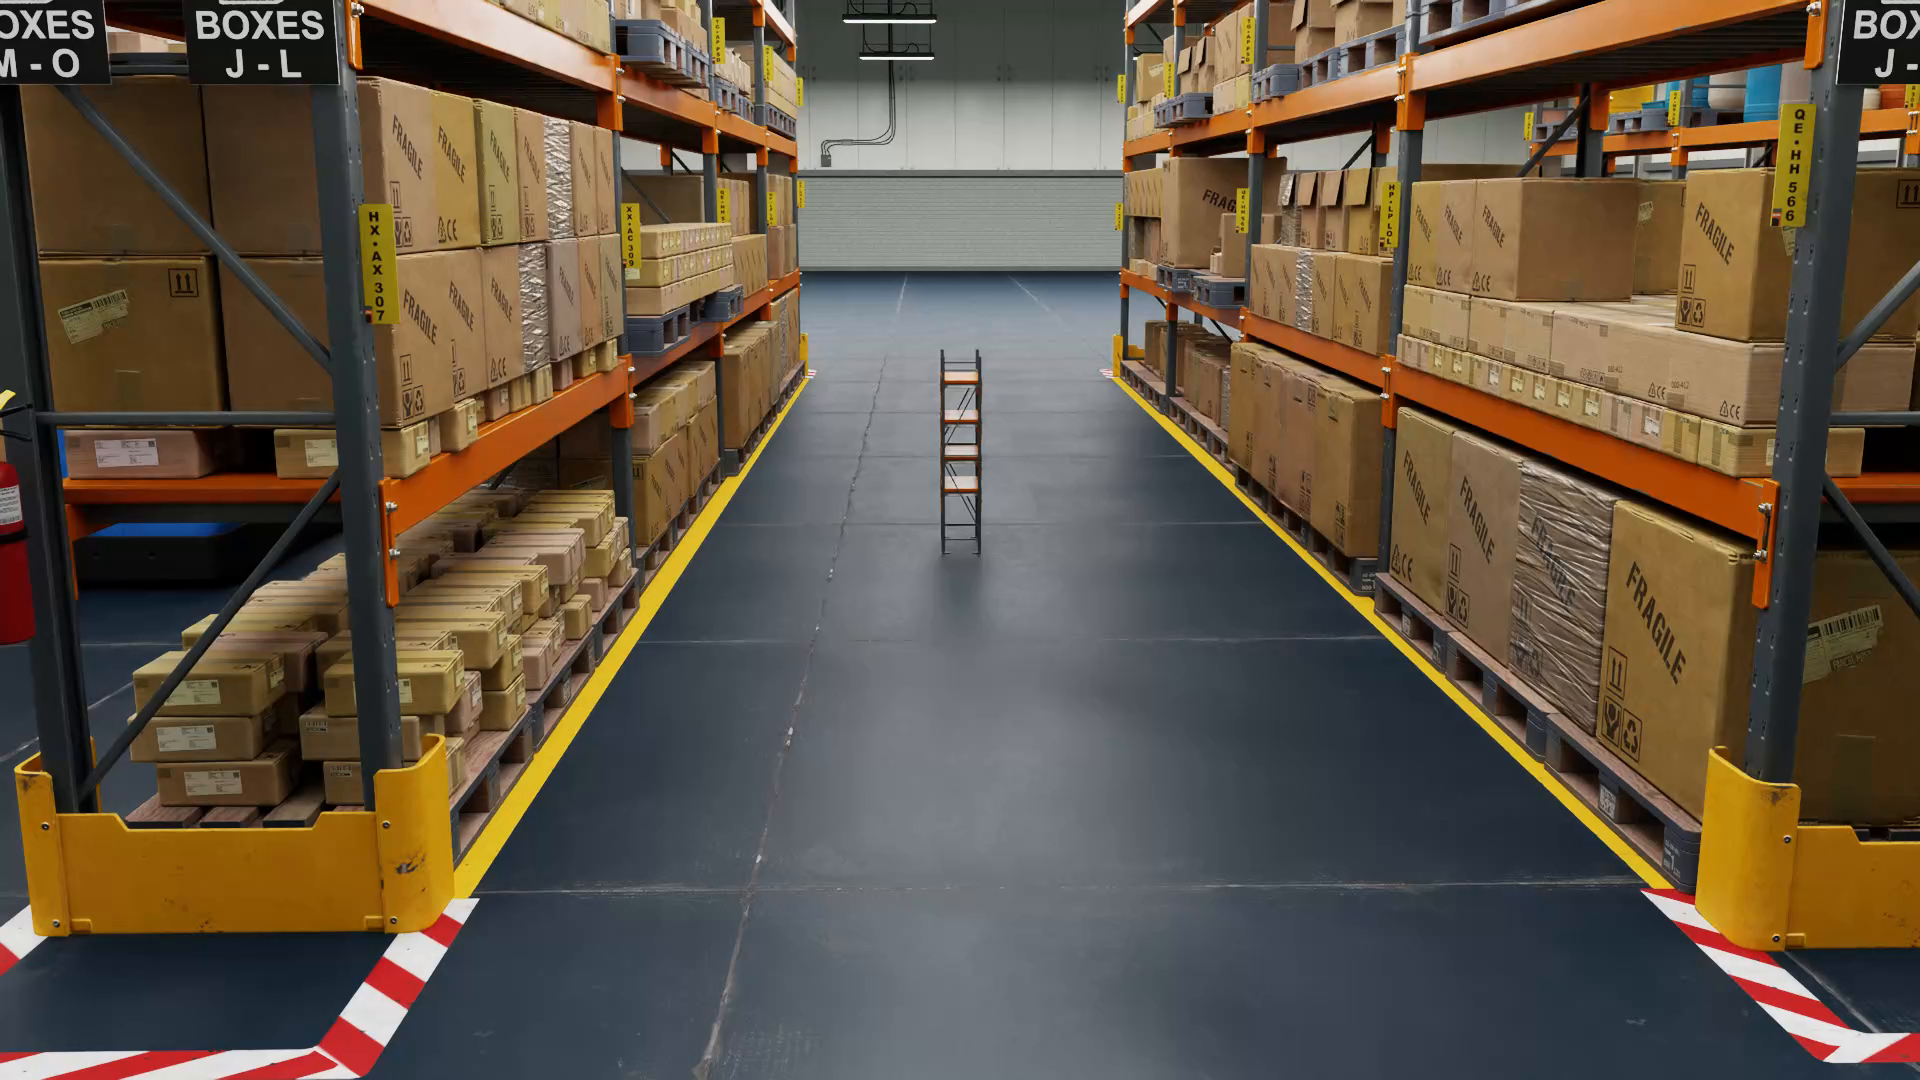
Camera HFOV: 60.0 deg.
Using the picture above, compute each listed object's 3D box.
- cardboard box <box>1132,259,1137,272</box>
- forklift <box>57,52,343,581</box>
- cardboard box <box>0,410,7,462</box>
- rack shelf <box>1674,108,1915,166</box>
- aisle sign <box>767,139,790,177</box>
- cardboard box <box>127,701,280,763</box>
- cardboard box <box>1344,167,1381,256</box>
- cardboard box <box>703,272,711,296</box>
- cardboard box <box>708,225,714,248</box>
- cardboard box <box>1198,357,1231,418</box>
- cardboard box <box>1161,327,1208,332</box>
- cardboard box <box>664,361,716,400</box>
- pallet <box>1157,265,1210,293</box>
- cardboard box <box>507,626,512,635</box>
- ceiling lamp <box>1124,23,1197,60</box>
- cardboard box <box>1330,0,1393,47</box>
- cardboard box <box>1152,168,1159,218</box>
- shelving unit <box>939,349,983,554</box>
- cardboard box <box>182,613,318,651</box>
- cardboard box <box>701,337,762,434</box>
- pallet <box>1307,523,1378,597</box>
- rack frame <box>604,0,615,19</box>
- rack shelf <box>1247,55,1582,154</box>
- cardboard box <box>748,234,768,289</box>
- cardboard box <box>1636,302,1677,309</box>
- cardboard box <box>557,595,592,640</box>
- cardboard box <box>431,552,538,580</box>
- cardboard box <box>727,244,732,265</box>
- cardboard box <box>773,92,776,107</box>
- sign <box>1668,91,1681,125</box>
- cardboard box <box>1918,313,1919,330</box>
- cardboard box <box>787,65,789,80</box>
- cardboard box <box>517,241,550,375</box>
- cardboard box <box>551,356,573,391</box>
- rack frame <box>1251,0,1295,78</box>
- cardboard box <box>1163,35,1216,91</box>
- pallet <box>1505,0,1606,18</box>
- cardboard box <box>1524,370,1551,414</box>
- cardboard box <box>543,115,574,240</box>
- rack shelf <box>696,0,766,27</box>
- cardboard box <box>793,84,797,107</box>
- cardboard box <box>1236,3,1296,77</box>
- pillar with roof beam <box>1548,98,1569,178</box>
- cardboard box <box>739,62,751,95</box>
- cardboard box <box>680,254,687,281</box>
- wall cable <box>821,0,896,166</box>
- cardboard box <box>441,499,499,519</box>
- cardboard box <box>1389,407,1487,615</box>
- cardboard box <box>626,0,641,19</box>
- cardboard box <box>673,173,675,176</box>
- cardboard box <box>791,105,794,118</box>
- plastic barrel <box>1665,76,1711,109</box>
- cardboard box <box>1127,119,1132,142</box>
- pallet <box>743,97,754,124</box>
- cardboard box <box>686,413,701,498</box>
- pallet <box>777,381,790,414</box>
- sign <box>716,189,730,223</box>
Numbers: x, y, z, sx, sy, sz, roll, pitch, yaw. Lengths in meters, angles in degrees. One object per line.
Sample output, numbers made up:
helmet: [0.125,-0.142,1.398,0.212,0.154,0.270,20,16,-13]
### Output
cardboard box: [2.227,-3.234,19.589,0.380,0.149,0.250,0,11,-1]
forklift: [-4.589,-1.449,10.327,1.130,2.935,3.031,0,11,-1]
cardboard box: [-7.328,-0.910,11.790,0.875,0.875,0.875,0,11,-2]
rack shelf: [7.559,-3.460,14.333,1.077,0.370,4.000,0,11,-1]
aisle sign: [-2.179,-4.804,20.154,0.394,0.787,0.004,0,11,-1]
cardboard box: [-2.443,0.608,5.383,0.380,0.149,0.250,-1,11,-3]
cardboard box: [2.707,-1.933,9.769,0.797,0.503,0.637,0,11,-1]
cardboard box: [-1.821,-1.655,10.751,0.380,0.149,0.250,0,11,1]
cardboard box: [-1.827,-2.000,10.951,0.380,0.149,0.250,0,11,-1]
cardboard box: [2.560,-1.382,15.006,0.700,0.500,0.500,-1,12,-6]
cardboard box: [2.520,-2.128,18.734,0.500,0.500,0.500,1,11,4]
cardboard box: [-2.036,-1.137,11.966,0.500,0.250,0.500,-1,11,-2]
pallet: [2.436,-2.473,15.686,1.003,0.211,1.213,0,11,-1]
cardboard box: [-1.941,0.400,6.409,0.380,0.149,0.250,-1,11,-4]
ceiling lamp: [5.382,-14.386,44.154,2.000,3.185,0.800,0,11,-1]
cardboard box: [2.712,-3.245,10.148,0.797,0.503,0.637,0,11,-2]
cardboard box: [2.270,-3.592,17.205,0.500,0.500,0.500,0,11,-1]
shelving unit: [0.003,-0.555,10.278,0.258,1.200,0.503,0,11,-1]
cardboard box: [-2.491,0.361,5.854,0.380,0.149,0.250,0,11,-2]
cardboard box: [-2.256,-1.322,14.135,1.050,0.750,0.750,0,11,0]
pallet: [2.640,0.084,9.612,1.003,0.211,1.213,0,11,-1]
rack frame: [-2.230,-4.069,7.982,1.000,3.000,0.127,0,11,-1]
rack shelf: [2.690,-2.644,10.313,1.077,0.370,4.000,0,11,-1]
cardboard box: [-2.117,-2.665,15.902,0.500,0.500,0.500,0,11,-1]
cardboard box: [3.034,-0.810,6.635,0.500,0.250,0.500,0,11,-2]
cardboard box: [-1.859,0.345,7.429,0.380,0.149,0.250,0,11,-1]
cardboard box: [-1.966,0.149,6.896,0.380,0.149,0.250,0,11,-1]
cardboard box: [-1.847,-2.056,11.977,0.380,0.149,0.250,0,11,0]
cardboard box: [-2.074,-4.496,16.954,0.380,0.149,0.250,0,11,-1]
sign: [6.968,-4.214,16.220,0.100,0.325,0.005,0,11,-1]
cardboard box: [3.064,-0.970,5.538,0.500,0.500,0.500,-1,11,-3]
cardboard box: [-2.112,-5.239,18.615,0.380,0.149,0.250,0,11,-1]
cardboard box: [-1.931,-0.924,6.569,0.500,0.500,0.500,-1,11,-3]
cardboard box: [-1.913,-0.741,7.297,0.380,0.149,0.250,-1,11,-4]
rack frame: [2.649,-4.864,11.903,1.000,3.000,0.127,0,11,-1]
cardboard box: [2.302,-4.718,16.467,0.500,0.500,0.500,-1,11,-3]
pallet: [2.760,-2.151,6.297,1.003,0.211,1.213,0,11,-1]
cardboard box: [2.446,-0.584,6.526,0.380,0.149,0.250,0,11,0]
cardboard box: [-1.937,-1.517,6.977,0.500,0.500,0.500,0,11,0]
rack shelf: [-2.354,-4.713,13.973,1.077,0.370,4.000,0,11,-1]
cardboard box: [-2.188,-5.215,19.498,0.500,0.250,0.500,0,11,0]
cardboard box: [2.389,-3.782,12.604,0.500,0.500,0.500,0,11,0]
pillar with roof beam: [13.296,-12.326,48.682,9.100,9.000,0.548,0,11,-1]
cardboard box: [-2.149,-4.126,14.877,0.500,0.250,0.500,0,11,-2]
cardboard box: [-1.797,-1.592,9.689,0.380,0.149,0.250,-1,11,-4]
wall cable: [-3.141,-14.508,50.883,2.305,6.003,0.169,0,11,-1]
cardboard box: [-2.483,-0.105,8.149,0.380,0.149,0.250,0,11,2]
cardboard box: [2.665,-0.162,8.102,0.875,0.875,0.875,0,11,-1]
cardboard box: [-2.038,-2.937,9.114,0.500,0.311,0.500,0,11,-2]
cardboard box: [-2.496,-3.504,17.194,0.875,0.550,0.550,0,11,-1]
cardboard box: [-2.122,-4.950,19.194,0.380,0.149,0.250,0,11,0]
plastic barrel: [7.604,-4.860,17.107,0.600,0.901,0.708,0,11,-1]
cardboard box: [2.235,-4.814,19.578,0.500,0.250,0.500,0,11,1]
pallet: [-2.327,-3.913,15.241,0.805,0.209,1.217,-1,11,-3]
cardboard box: [-2.003,-0.567,11.039,0.500,0.500,0.500,-1,11,-4]
pallet: [-2.332,-1.504,17.441,1.003,0.211,1.213,0,11,-1]
sign: [-1.770,-2.457,12.411,0.100,0.325,0.005,0,11,-1]
